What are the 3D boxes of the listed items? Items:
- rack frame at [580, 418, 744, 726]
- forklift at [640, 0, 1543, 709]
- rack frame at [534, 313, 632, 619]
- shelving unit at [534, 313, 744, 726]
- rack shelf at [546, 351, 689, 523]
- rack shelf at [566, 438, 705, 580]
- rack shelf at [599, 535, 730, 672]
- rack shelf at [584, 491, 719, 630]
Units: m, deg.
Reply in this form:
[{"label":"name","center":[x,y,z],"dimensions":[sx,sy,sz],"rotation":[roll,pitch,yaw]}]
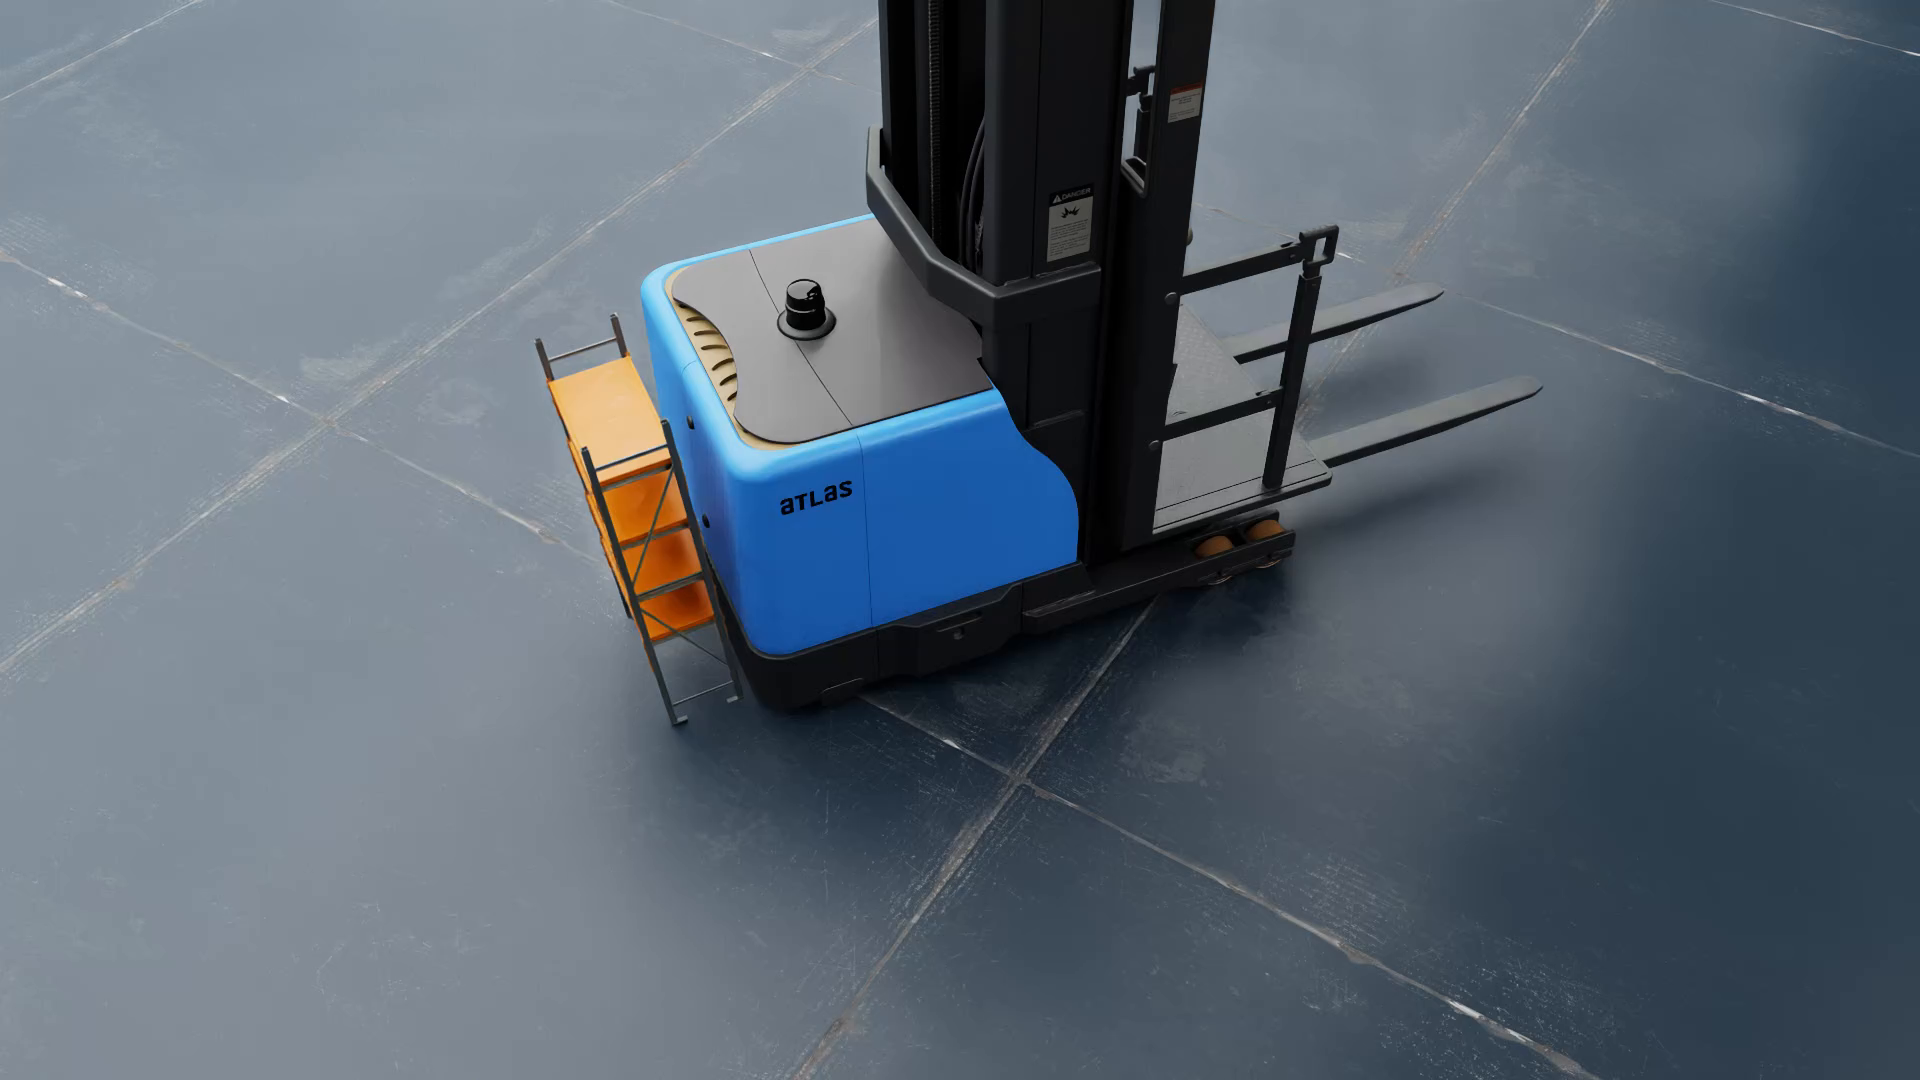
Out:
[{"label":"rack frame","center":[-0.833,0.130,4.774],"dimensions":[0.240,1.200,0.015],"rotation":[-21,49,-13]},{"label":"forklift","center":[0.578,-1.202,4.875],"dimensions":[3.031,2.935,1.130],"rotation":[-17,48,-16]},{"label":"rack frame","center":[-1.032,-0.190,5.085],"dimensions":[0.240,1.200,0.015],"rotation":[-21,49,-13]},{"label":"shelving unit","center":[-0.932,-0.030,4.930],"dimensions":[0.258,1.200,0.503],"rotation":[-21,49,-13]},{"label":"rack shelf","center":[-0.959,-0.294,4.640],"dimensions":[0.258,0.148,0.480],"rotation":[-21,49,-13]},{"label":"rack shelf","center":[-0.943,-0.135,4.815],"dimensions":[0.258,0.148,0.480],"rotation":[-21,49,-13]},{"label":"rack shelf","center":[-0.914,0.149,5.125],"dimensions":[0.258,0.148,0.480],"rotation":[-21,49,-13]},{"label":"rack shelf","center":[-0.928,0.015,4.979],"dimensions":[0.258,0.148,0.480],"rotation":[-21,49,-13]}]
